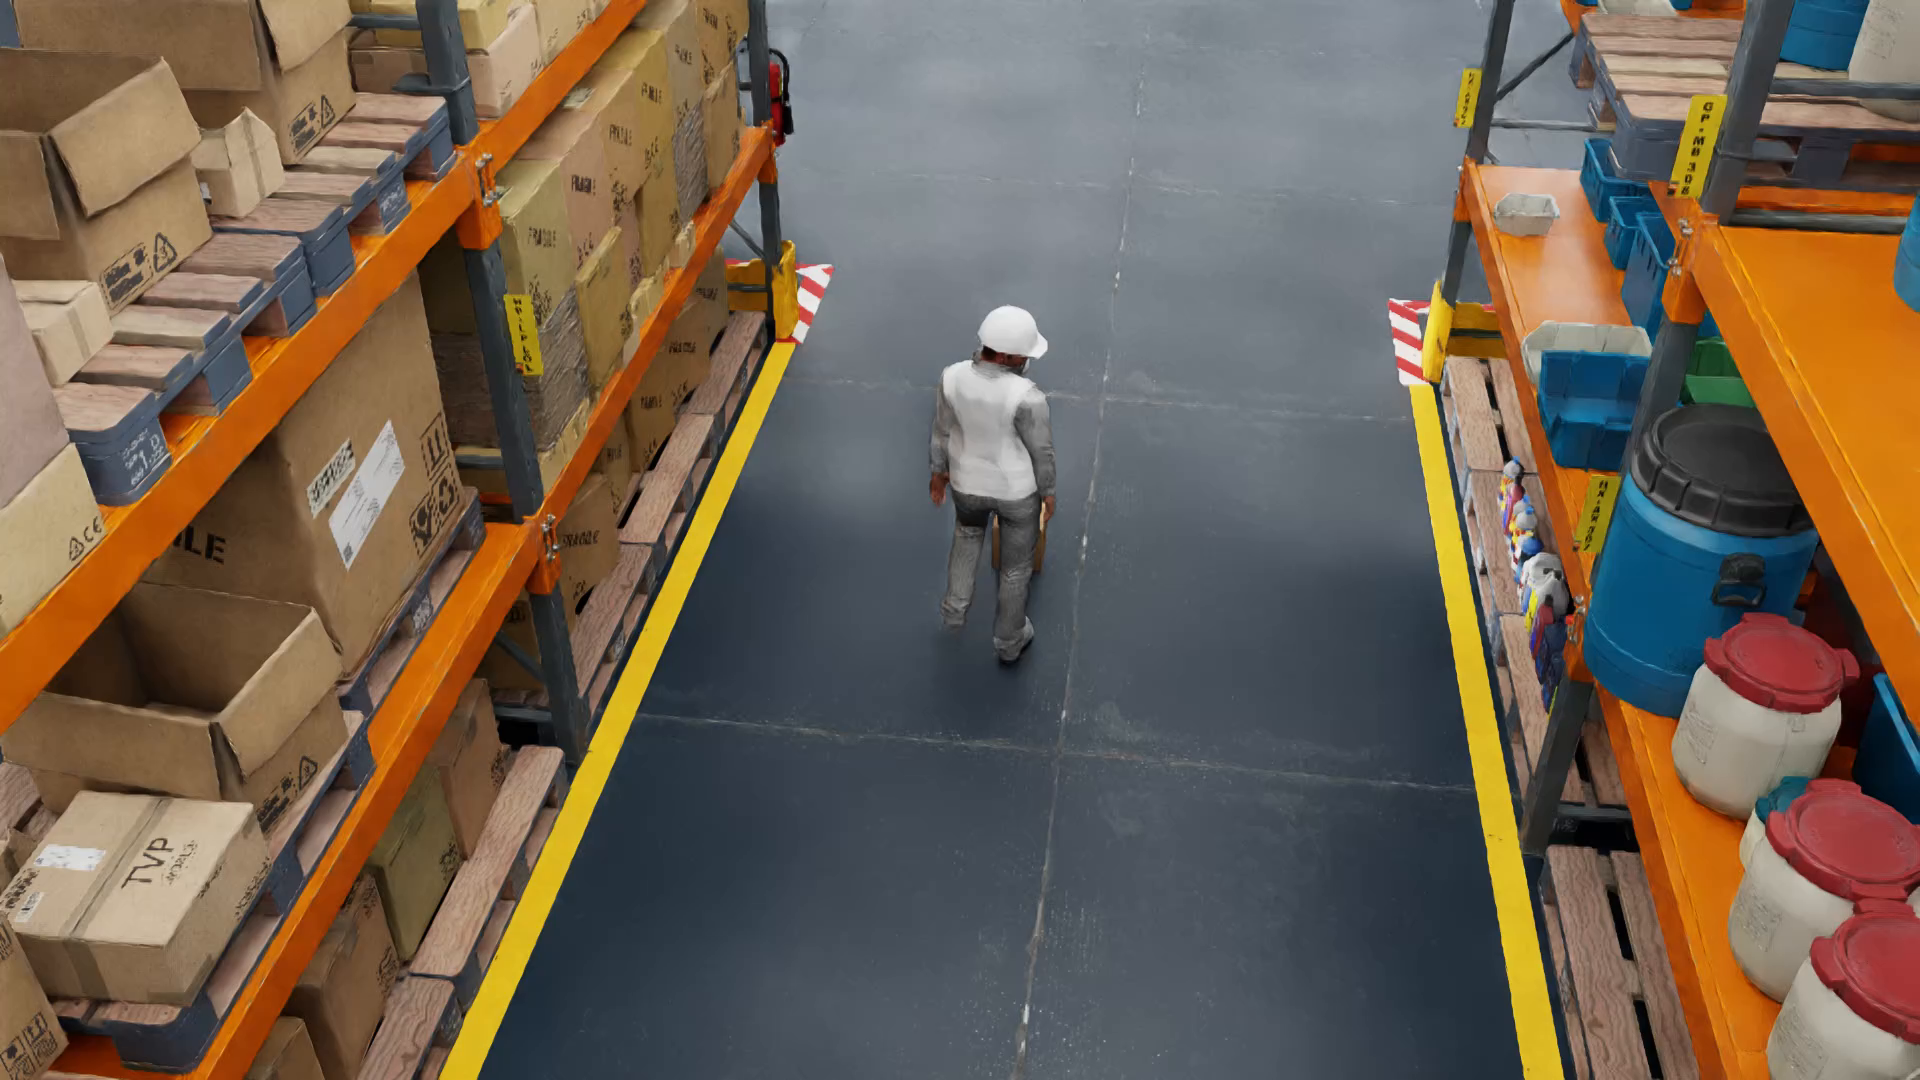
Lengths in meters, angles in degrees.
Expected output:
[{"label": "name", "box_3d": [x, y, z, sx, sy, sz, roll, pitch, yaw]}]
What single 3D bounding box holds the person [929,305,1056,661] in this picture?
[{"label": "person", "box_3d": [0.160, -0.281, 7.388, 0.582, 1.756, 0.457, 12, 38, 16]}]
